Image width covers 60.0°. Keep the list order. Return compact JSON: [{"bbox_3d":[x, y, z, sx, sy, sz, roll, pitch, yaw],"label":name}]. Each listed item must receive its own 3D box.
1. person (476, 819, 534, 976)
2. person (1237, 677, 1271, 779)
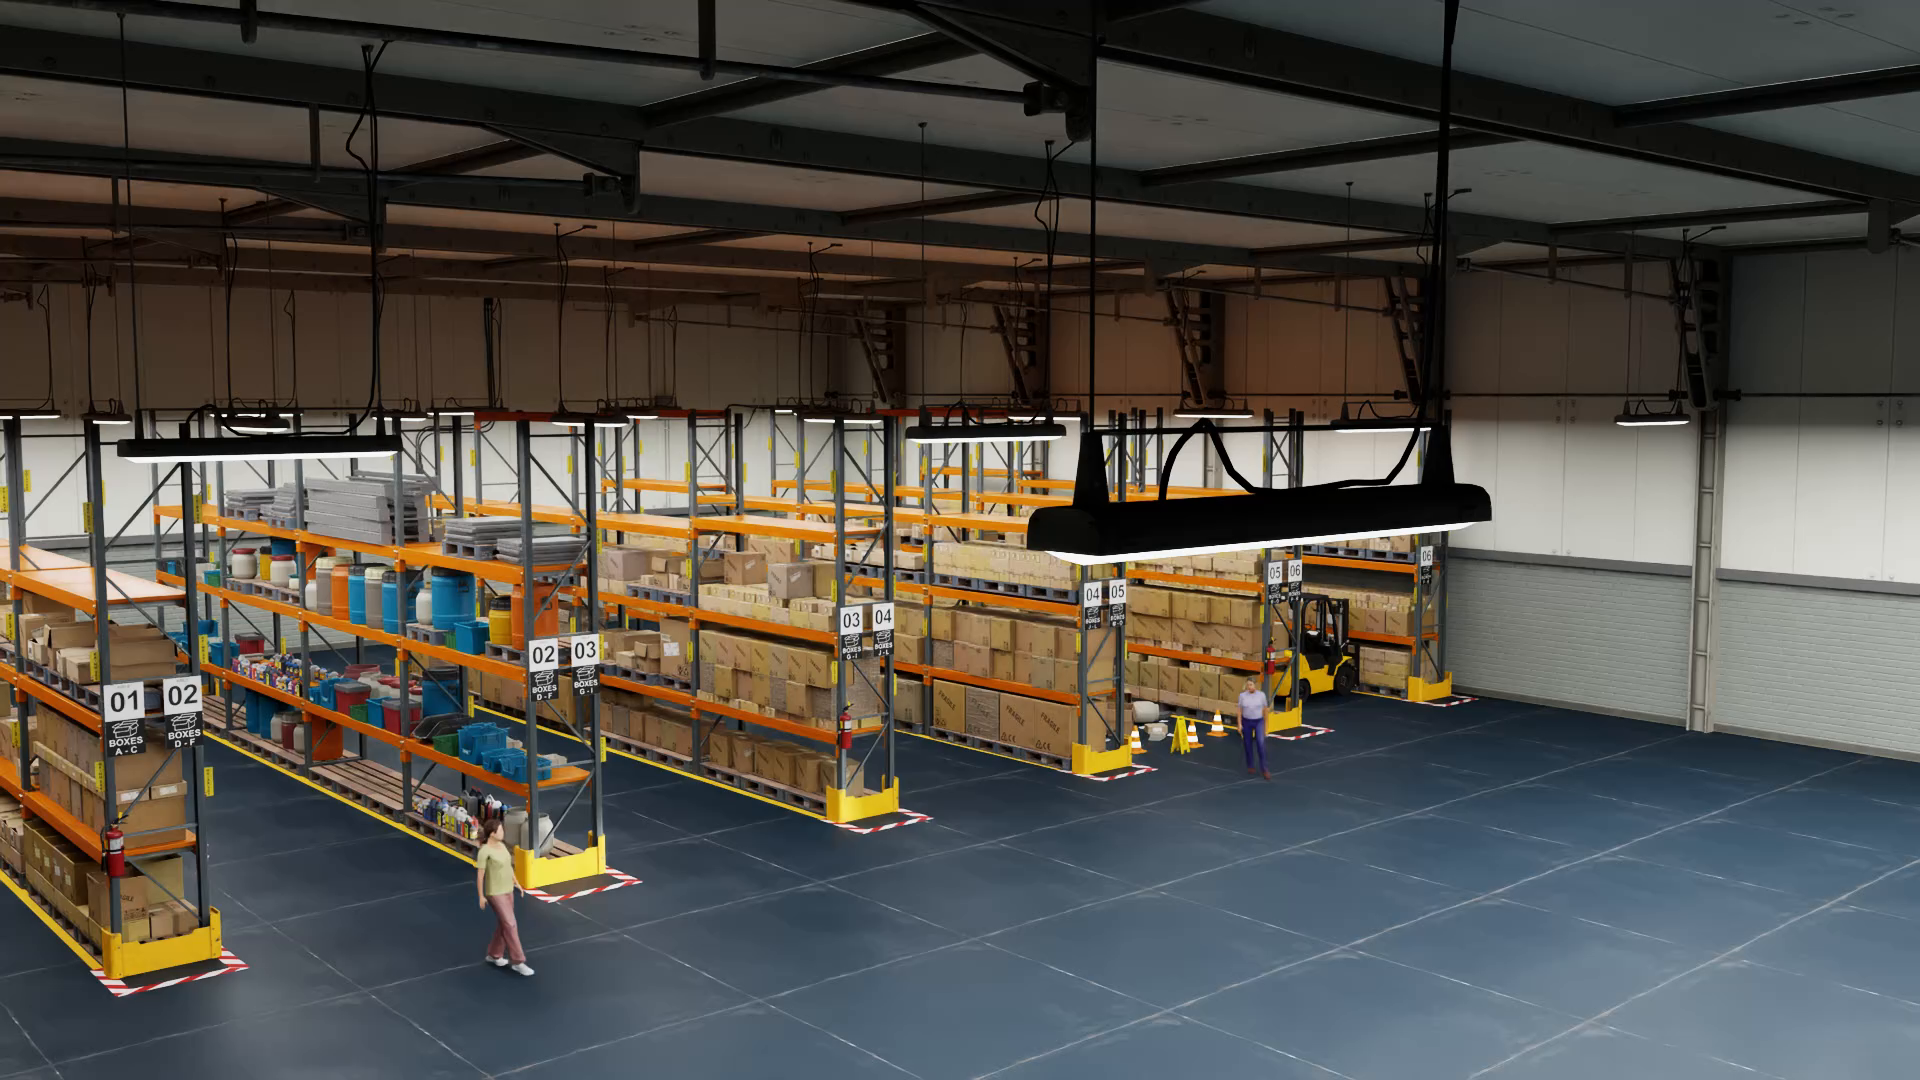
[{"bbox_3d":[-4.948,3.907,18.286,0.759,1.663,0.473,2,5,18],"label":"person"},{"bbox_3d":[4.889,3.098,27.564,0.609,1.643,0.741,1,5,15],"label":"person"}]
